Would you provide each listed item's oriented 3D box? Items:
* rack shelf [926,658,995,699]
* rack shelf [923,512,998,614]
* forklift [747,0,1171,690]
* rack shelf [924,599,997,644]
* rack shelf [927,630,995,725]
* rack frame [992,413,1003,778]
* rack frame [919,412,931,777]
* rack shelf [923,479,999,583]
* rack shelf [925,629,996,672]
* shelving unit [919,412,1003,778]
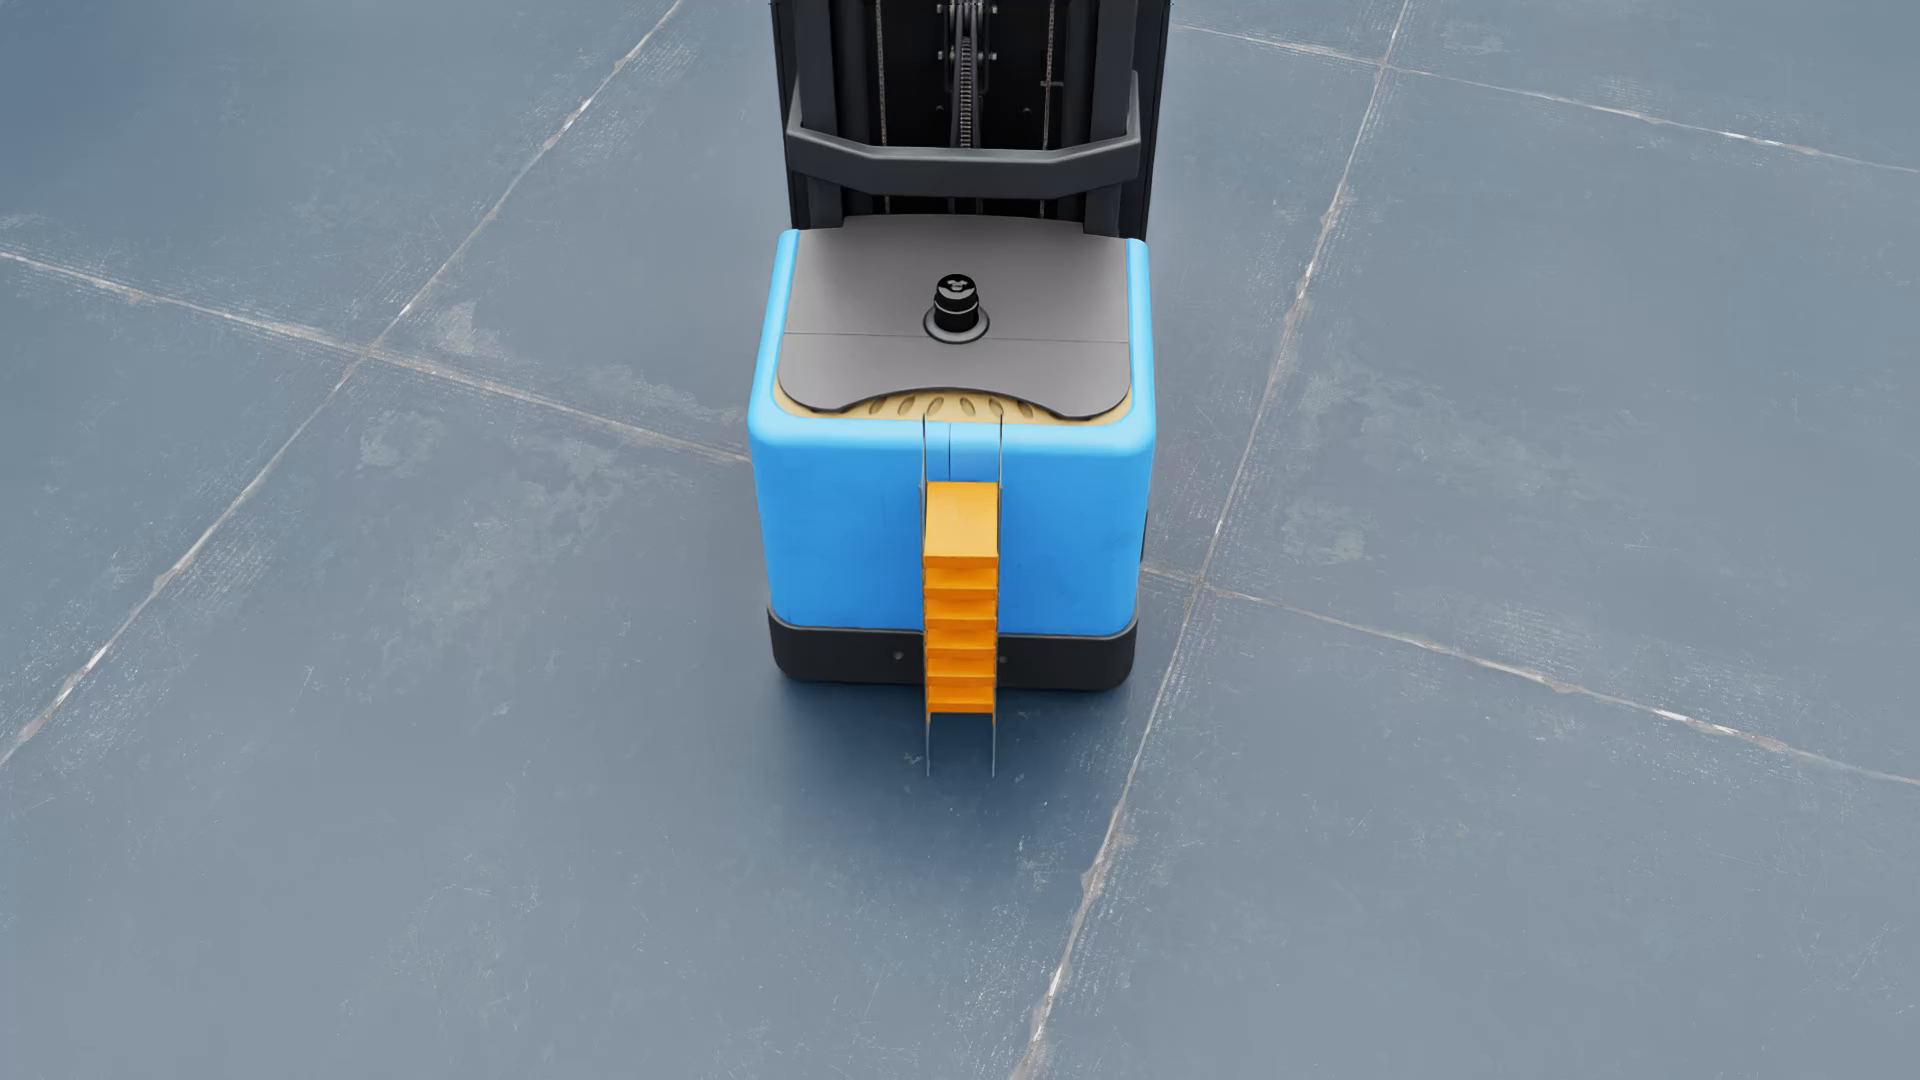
[{"bbox_3d":[0.004,0.291,4.421,0.180,0.103,0.258,1,49,1],"label":"rack shelf"},{"bbox_3d":[0.004,0.055,4.149,0.180,0.103,0.258,1,49,1],"label":"rack shelf"},{"bbox_3d":[0.038,-1.637,4.729,1.130,2.935,3.031,2,49,2],"label":"forklift"},{"bbox_3d":[0.004,0.134,4.240,0.180,0.103,0.258,1,49,1],"label":"rack shelf"},{"bbox_3d":[0.004,0.370,4.512,0.180,0.103,0.258,1,49,1],"label":"rack shelf"},{"bbox_3d":[0.095,0.185,4.296,0.006,1.200,0.240,1,49,1],"label":"rack frame"},{"bbox_3d":[-0.088,0.182,4.298,0.006,1.200,0.240,1,49,1],"label":"rack frame"},{"bbox_3d":[0.004,-0.023,4.059,0.180,0.103,0.258,1,49,1],"label":"rack shelf"},{"bbox_3d":[0.004,0.212,4.331,0.180,0.103,0.258,1,49,1],"label":"rack shelf"},{"bbox_3d":[0.004,0.183,4.297,0.189,1.200,0.258,1,49,1],"label":"shelving unit"}]
